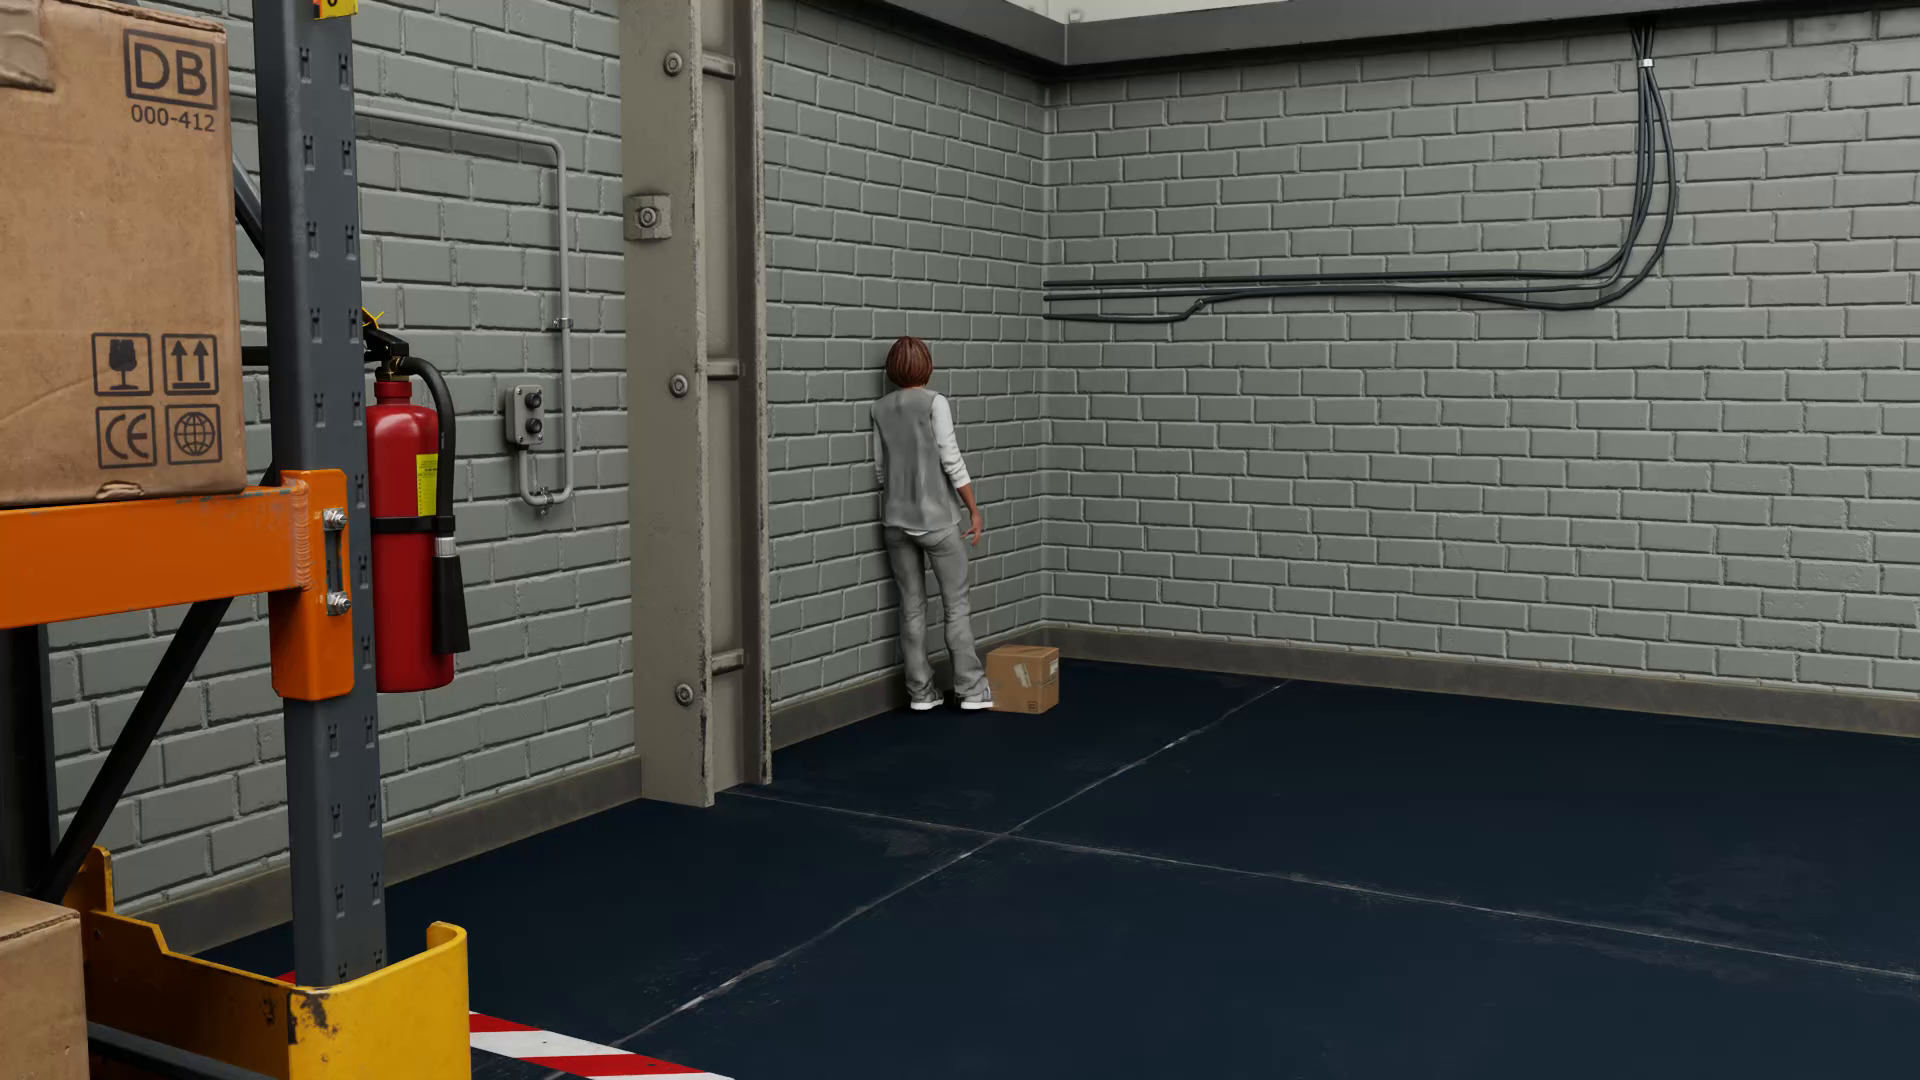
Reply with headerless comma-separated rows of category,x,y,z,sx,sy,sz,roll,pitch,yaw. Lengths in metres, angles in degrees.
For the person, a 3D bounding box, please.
person,-0.116,-0.057,7.105,0.520,1.575,0.475,3,7,29
